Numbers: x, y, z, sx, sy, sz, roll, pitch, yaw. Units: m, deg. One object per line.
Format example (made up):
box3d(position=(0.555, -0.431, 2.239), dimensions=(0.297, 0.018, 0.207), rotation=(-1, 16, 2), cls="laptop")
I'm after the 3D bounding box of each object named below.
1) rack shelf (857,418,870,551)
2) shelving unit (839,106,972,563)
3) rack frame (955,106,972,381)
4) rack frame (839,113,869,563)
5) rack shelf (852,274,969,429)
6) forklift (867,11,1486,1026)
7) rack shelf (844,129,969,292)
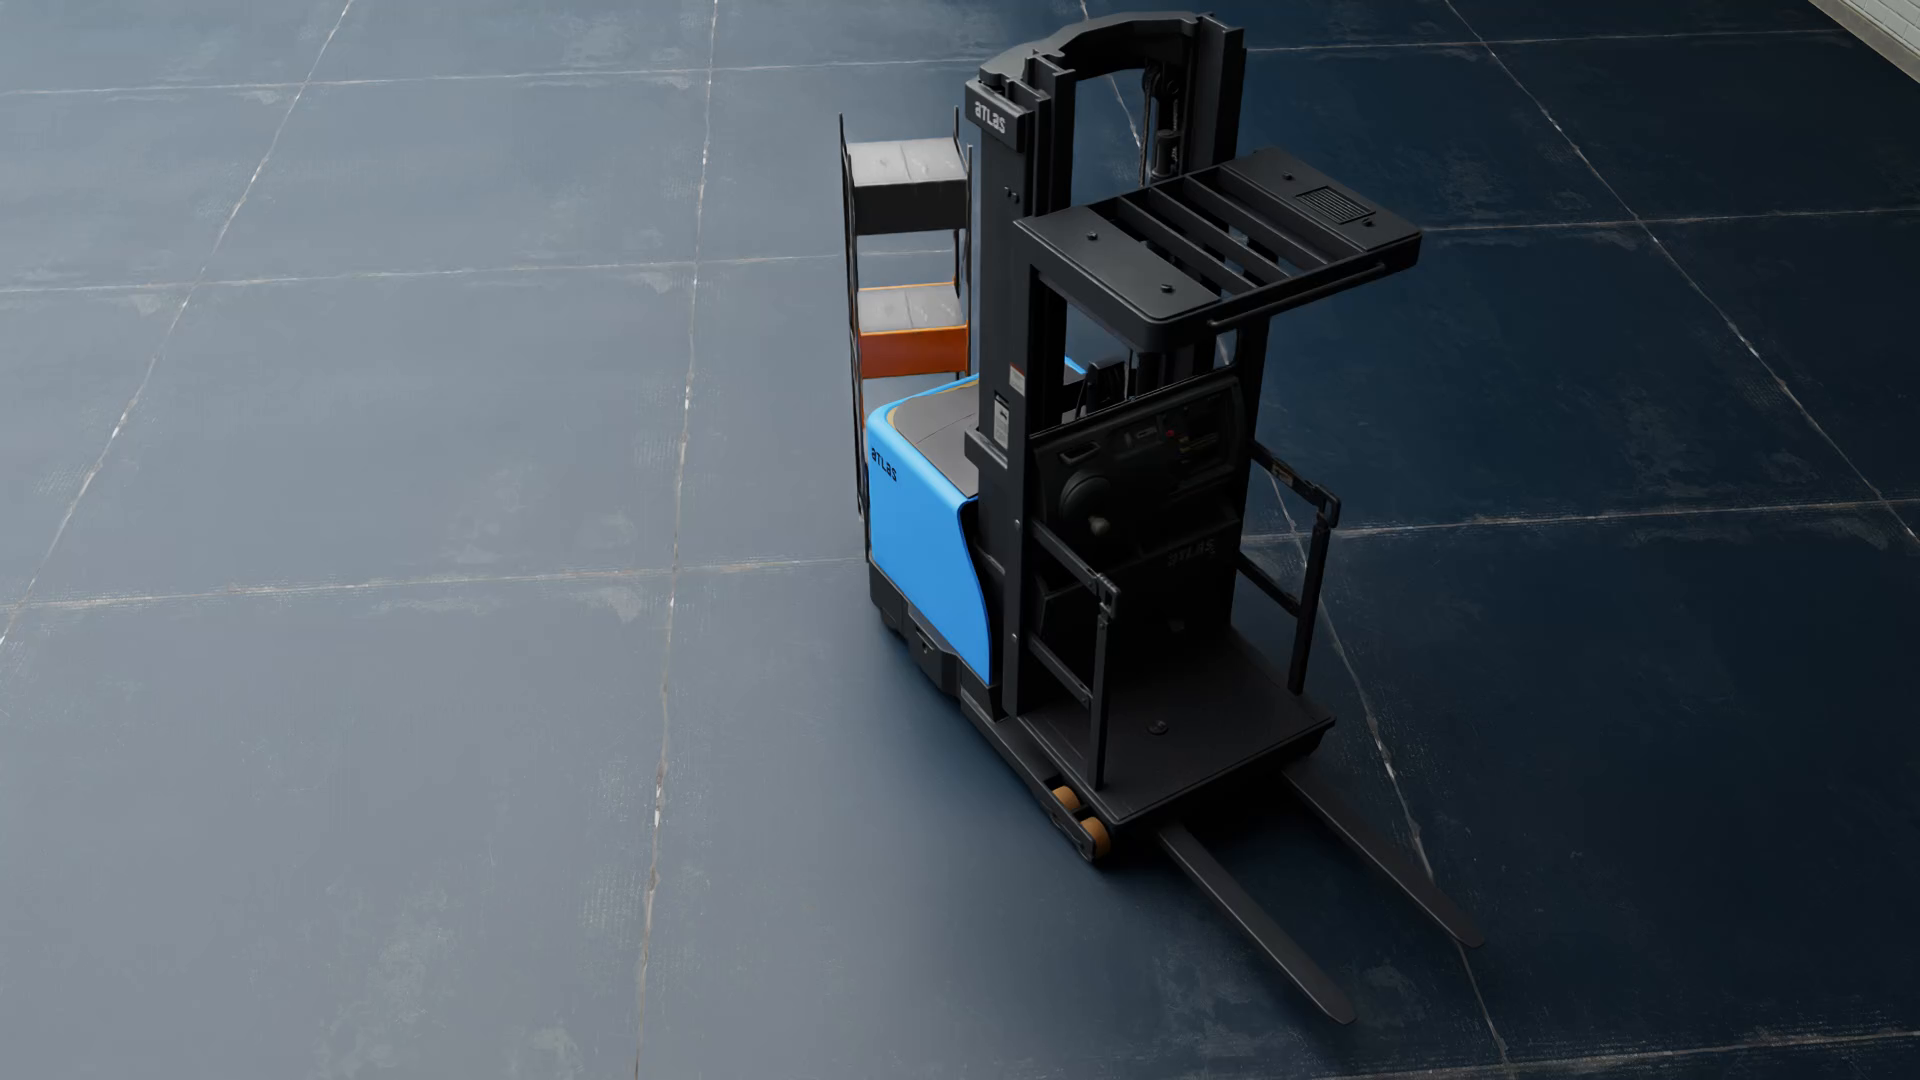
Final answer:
box3d(position=(-0.229, -0.298, 7.907), dimensions=(0.480, 0.518, 0.431), rotation=(-5, 39, -6), cls="rack shelf")
box3d(position=(-0.229, -0.858, 7.465), dimensions=(0.503, 2.100, 0.431), rotation=(-5, 39, -6), cls="shelving unit")
box3d(position=(0.013, -0.880, 7.493), dimensions=(0.015, 2.100, 0.400), rotation=(-5, 39, -6), cls="rack frame")
box3d(position=(-0.470, -0.837, 7.437), dimensions=(0.015, 2.100, 0.400), rotation=(-5, 39, -6), cls="rack frame")
box3d(position=(-0.229, -0.848, 7.473), dimensions=(0.480, 0.518, 0.431), rotation=(-5, 39, -6), cls="rack shelf")
box3d(position=(0.791, -0.237, 6.006), dimensions=(1.130, 2.935, 3.031), rotation=(-21, 43, -24), cls="forklift")
box3d(position=(-0.229, -1.397, 7.040), dimensions=(0.480, 0.518, 0.431), rotation=(-5, 39, -6), cls="rack shelf")
